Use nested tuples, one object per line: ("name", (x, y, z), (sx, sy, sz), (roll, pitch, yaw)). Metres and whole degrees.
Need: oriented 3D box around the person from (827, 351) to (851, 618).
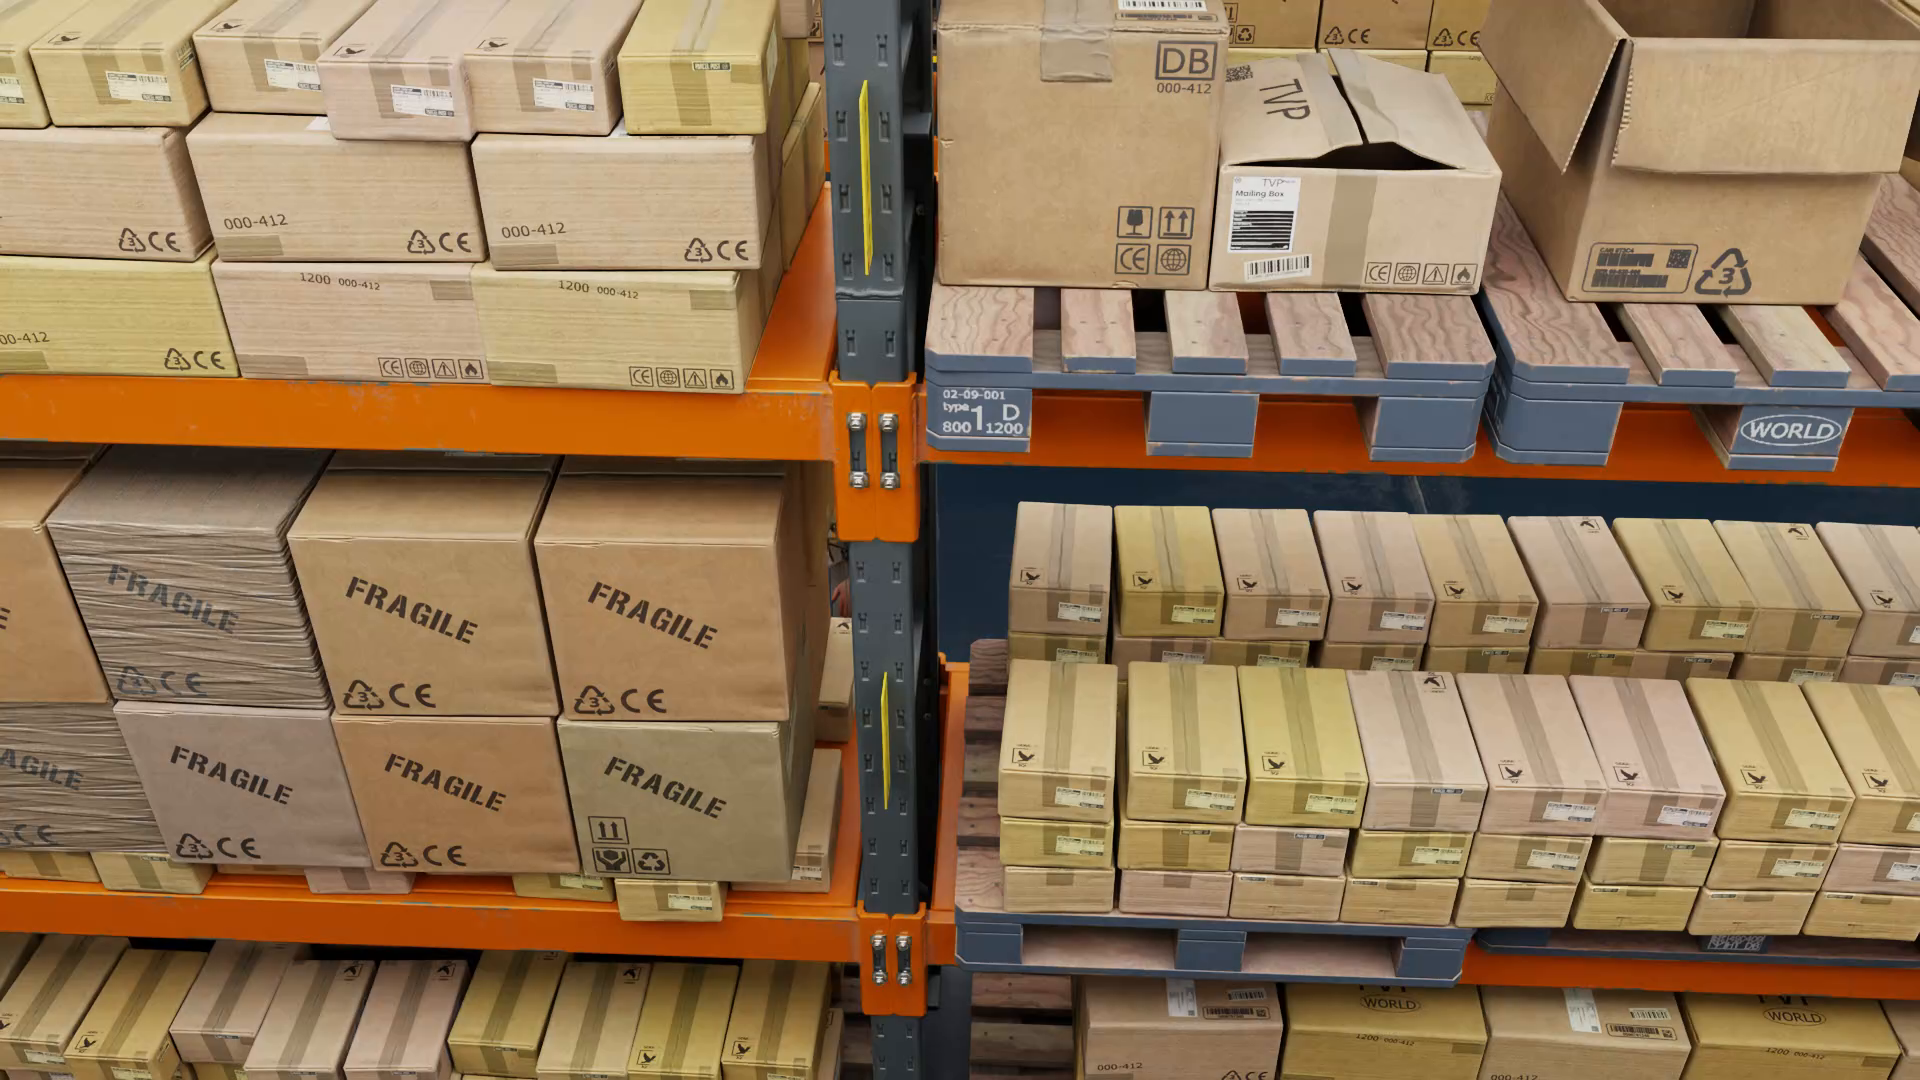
("person", (-0.384, 0.043, 6.095), (0.408, 1.813, 0.579), (-7, 36, -9))
